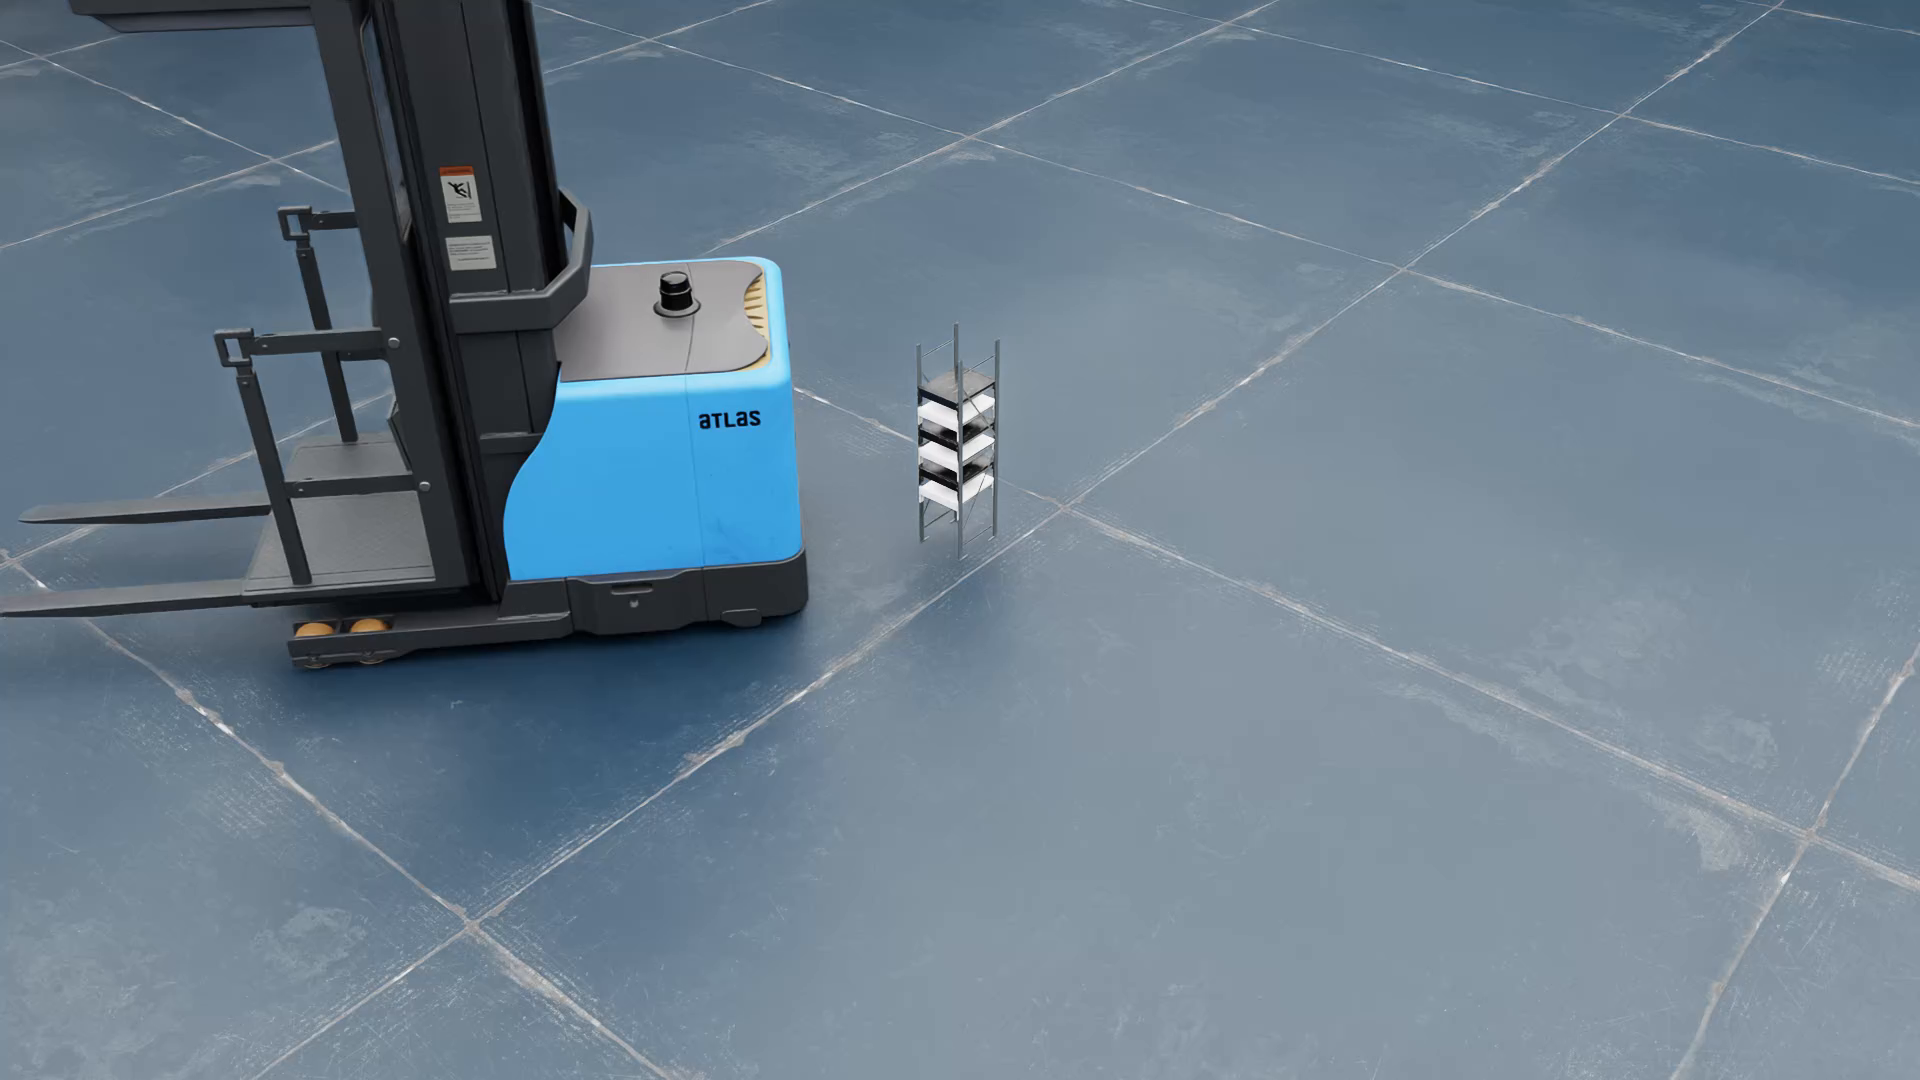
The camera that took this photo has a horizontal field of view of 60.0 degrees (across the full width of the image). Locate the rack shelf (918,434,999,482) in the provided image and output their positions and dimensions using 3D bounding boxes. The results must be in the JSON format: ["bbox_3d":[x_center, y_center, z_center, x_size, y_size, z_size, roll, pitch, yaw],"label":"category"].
[{"bbox_3d":[-0.006,-0.346,6.518,0.200,0.077,0.258,25,42,32],"label":"rack shelf"}]

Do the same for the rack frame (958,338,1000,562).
[{"bbox_3d":[0.072,-0.337,6.446,0.006,0.900,0.240,25,42,32],"label":"rack frame"}]

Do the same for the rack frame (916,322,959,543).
[{"bbox_3d":[-0.084,-0.411,6.553,0.006,0.900,0.240,25,42,32],"label":"rack frame"}]

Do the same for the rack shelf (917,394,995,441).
[{"bbox_3d":[-0.006,-0.495,6.417,0.200,0.077,0.258,25,42,32],"label":"rack shelf"}]

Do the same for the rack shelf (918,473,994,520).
[{"bbox_3d":[-0.006,-0.198,6.620,0.200,0.077,0.258,25,42,32],"label":"rack shelf"}]

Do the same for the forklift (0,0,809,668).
[{"bbox_3d":[-2.131,-1.059,5.702,3.031,2.935,1.130,-4,35,-6],"label":"forklift"}]

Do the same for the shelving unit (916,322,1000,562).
[{"bbox_3d":[-0.006,-0.374,6.500,0.210,0.900,0.258,25,42,32],"label":"shelving unit"}]

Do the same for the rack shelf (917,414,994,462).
[{"bbox_3d":[-0.006,-0.421,6.467,0.200,0.077,0.258,25,42,32],"label":"rack shelf"}]

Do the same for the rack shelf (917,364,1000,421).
[{"bbox_3d":[-0.006,-0.569,6.366,0.200,0.077,0.258,25,42,32],"label":"rack shelf"}]

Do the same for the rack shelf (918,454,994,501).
[{"bbox_3d":[-0.006,-0.272,6.569,0.200,0.077,0.258,25,42,32],"label":"rack shelf"}]
